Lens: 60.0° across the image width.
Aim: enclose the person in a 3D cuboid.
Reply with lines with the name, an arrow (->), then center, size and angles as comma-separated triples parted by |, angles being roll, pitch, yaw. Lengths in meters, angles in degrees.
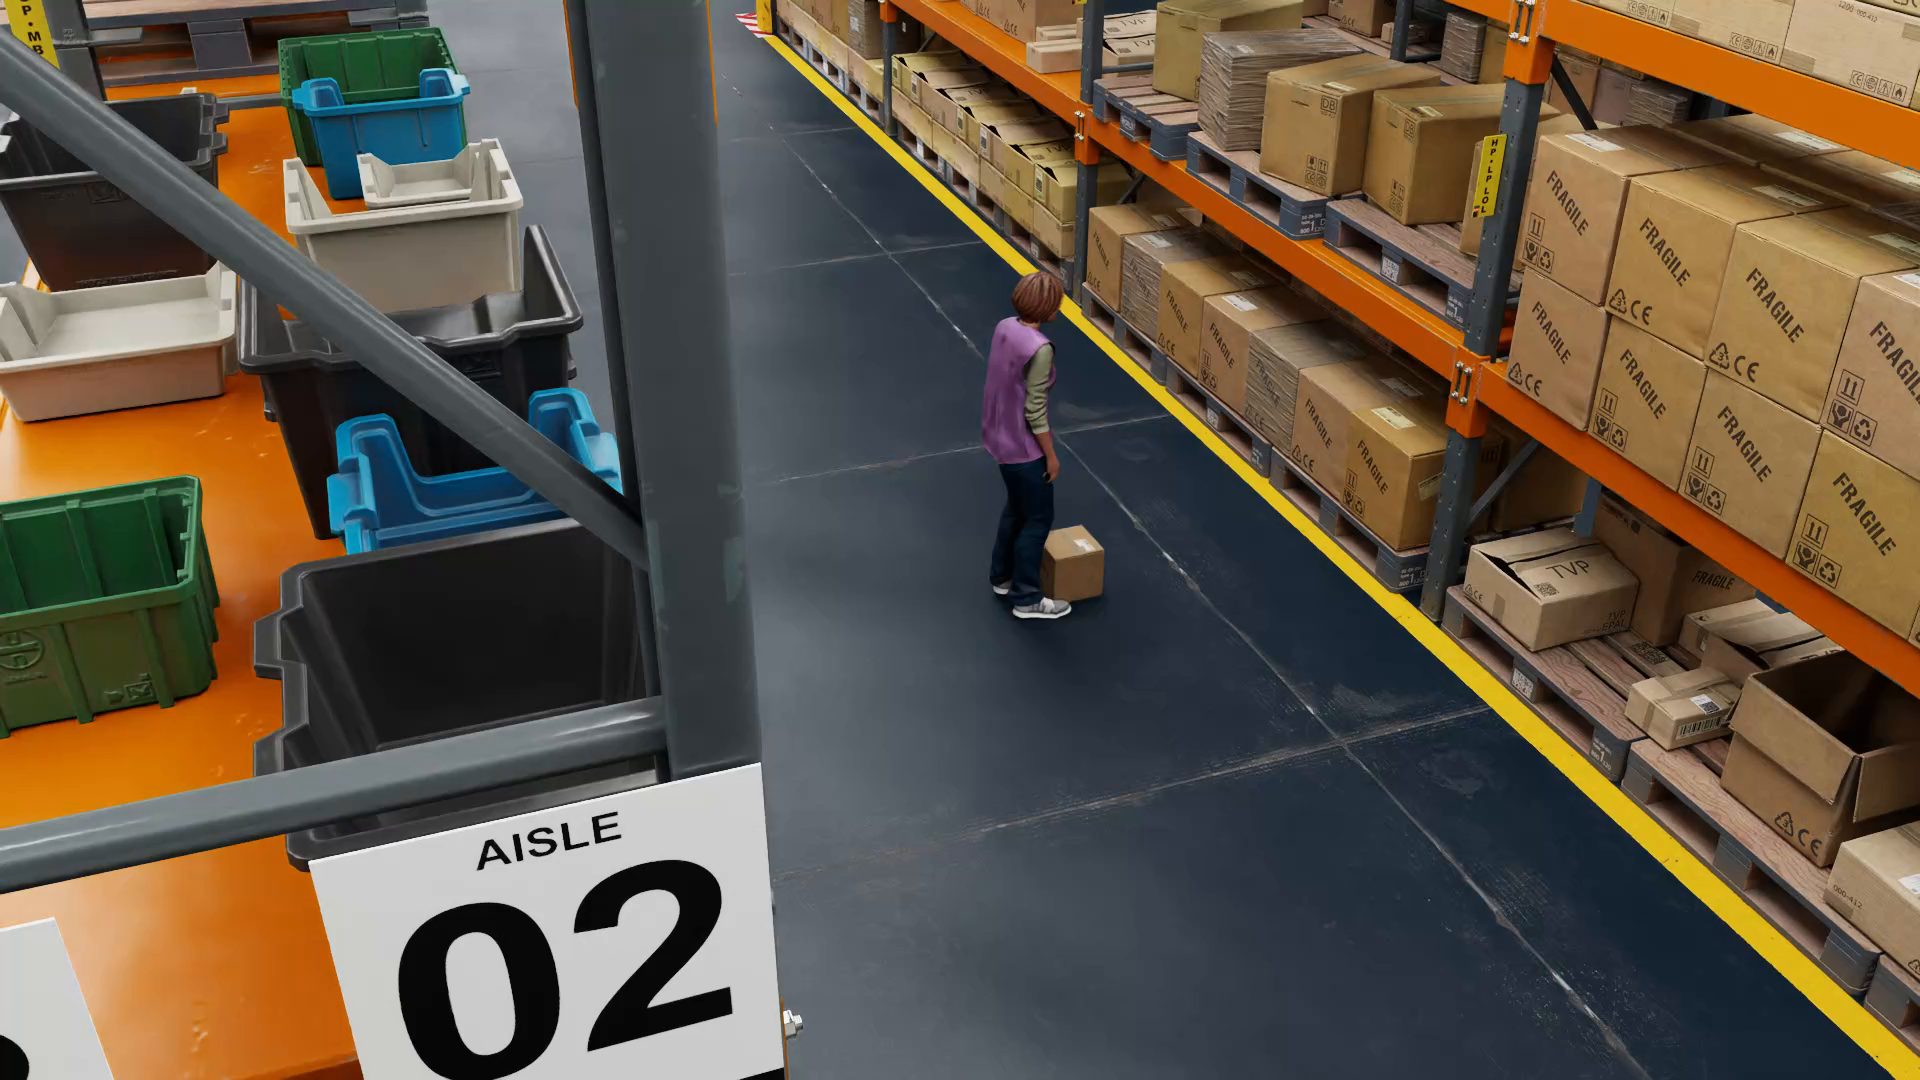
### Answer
person -> 0.282, -0.414, 7.352 | 0.339, 1.592, 0.462 | -12, 32, -19
